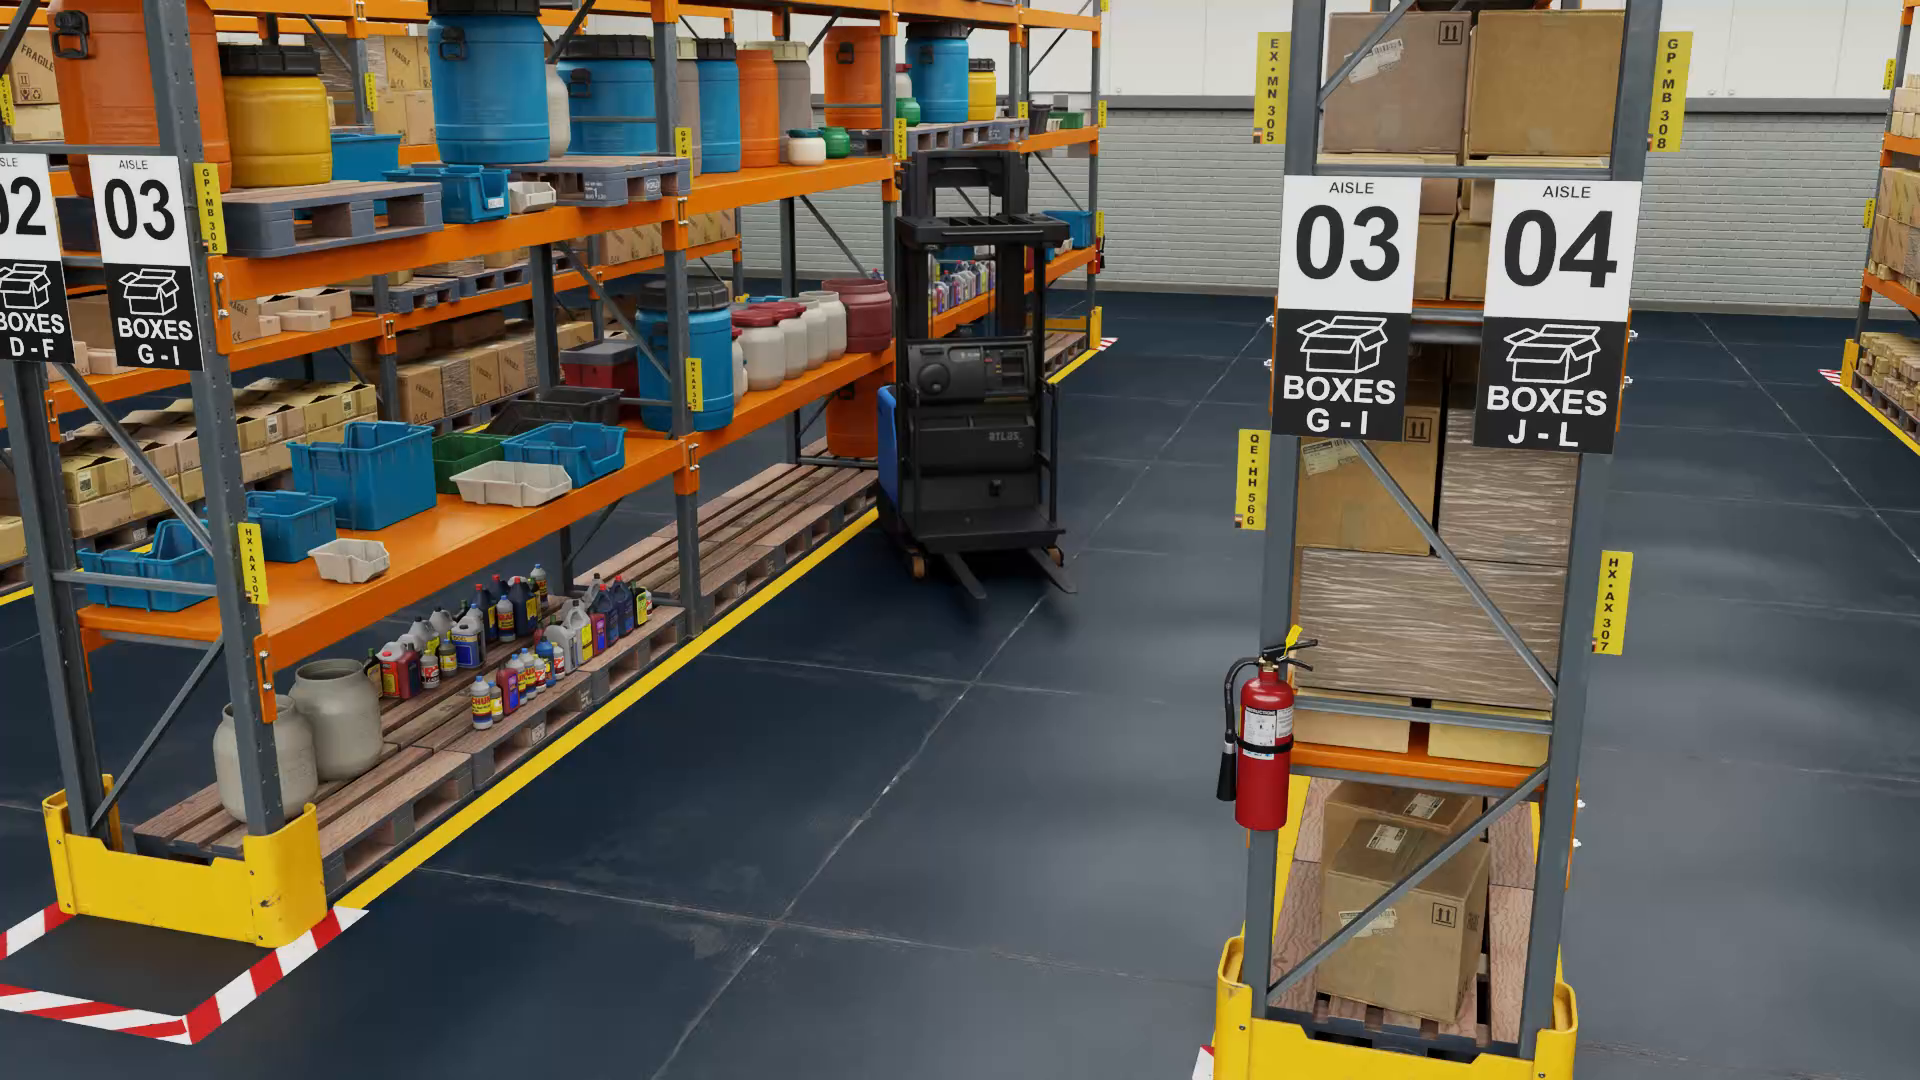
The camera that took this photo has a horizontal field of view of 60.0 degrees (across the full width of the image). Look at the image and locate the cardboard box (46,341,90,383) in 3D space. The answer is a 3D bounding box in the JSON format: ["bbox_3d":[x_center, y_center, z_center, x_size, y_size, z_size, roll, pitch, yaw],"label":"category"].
[{"bbox_3d":[-6.801,-1.309,12.224,0.500,0.250,0.500,6,17,19],"label":"cardboard box"}]

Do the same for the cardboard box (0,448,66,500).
[{"bbox_3d":[-7.059,-0.527,12.431,0.500,0.311,0.500,5,16,16],"label":"cardboard box"}]

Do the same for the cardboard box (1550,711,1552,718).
[{"bbox_3d":[1.860,0.567,5.793,0.380,0.149,0.250,5,16,16],"label":"cardboard box"}]

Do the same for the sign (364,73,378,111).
[{"bbox_3d":[-5.233,-3.981,14.777,0.100,0.325,0.005,5,16,16],"label":"sign"}]

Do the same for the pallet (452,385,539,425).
[{"bbox_3d":[-5.165,-1.465,17.607,1.003,0.211,1.213,5,16,16],"label":"pallet"}]

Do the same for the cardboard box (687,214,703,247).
[{"bbox_3d":[-3.646,-4.033,21.367,0.500,0.500,0.500,5,17,16],"label":"cardboard box"}]

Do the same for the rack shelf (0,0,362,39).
[{"bbox_3d":[-6.331,-4.120,12.916,1.077,0.370,4.000,5,16,16],"label":"rack shelf"}]

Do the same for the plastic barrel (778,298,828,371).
[{"bbox_3d":[-1.222,-1.569,12.658,0.421,0.512,0.421,0,16,0],"label":"plastic barrel"}]

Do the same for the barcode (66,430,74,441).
[{"bbox_3d":[-6.428,-0.755,12.009,0.001,0.075,0.075,5,16,16],"label":"barcode"}]

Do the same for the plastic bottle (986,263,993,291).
[{"bbox_3d":[0.298,-2.709,17.097,0.061,0.283,0.133,5,16,16],"label":"plastic bottle"}]

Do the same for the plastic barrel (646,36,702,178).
[{"bbox_3d":[-2.029,-2.870,11.034,0.600,0.901,0.600,0,16,0],"label":"plastic barrel"}]

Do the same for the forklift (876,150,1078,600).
[{"bbox_3d":[0.128,-1.242,11.836,1.130,2.935,3.031,-3,16,-11],"label":"forklift"}]

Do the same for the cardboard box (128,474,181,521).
[{"bbox_3d":[-6.401,-0.349,12.831,0.500,0.250,0.500,5,17,17],"label":"cardboard box"}]

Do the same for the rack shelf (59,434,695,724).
[{"bbox_3d":[-2.720,0.005,8.633,1.077,0.370,4.000,5,16,16],"label":"rack shelf"}]

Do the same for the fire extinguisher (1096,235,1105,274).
[{"bbox_3d":[1.738,-3.791,21.525,0.296,0.674,0.183,5,16,16],"label":"fire extinguisher"}]

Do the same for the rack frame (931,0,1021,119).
[{"bbox_3d":[0.122,-5.843,16.940,1.000,3.000,0.127,5,16,16],"label":"rack frame"}]

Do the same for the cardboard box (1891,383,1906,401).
[{"bbox_3d":[9.852,-1.521,17.150,0.380,0.149,0.250,5,16,16],"label":"cardboard box"}]

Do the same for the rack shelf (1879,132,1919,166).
[{"bbox_3d":[10.166,-3.782,16.489,1.077,0.370,4.000,5,16,16],"label":"rack shelf"}]

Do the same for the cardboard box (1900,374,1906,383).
[{"bbox_3d":[10.024,-1.717,17.297,0.380,0.149,0.250,6,17,19],"label":"cardboard box"}]

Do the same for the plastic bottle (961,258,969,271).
[{"bbox_3d":[0.037,-2.679,16.868,0.144,0.351,0.185,5,16,16],"label":"plastic bottle"}]

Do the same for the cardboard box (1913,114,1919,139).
[{"bbox_3d":[10.074,-4.209,16.949,0.500,0.250,0.500,4,16,14],"label":"cardboard box"}]

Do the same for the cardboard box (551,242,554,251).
[{"bbox_3d":[-4.975,-3.486,18.670,0.700,0.500,0.500,-1,16,-3],"label":"cardboard box"}]

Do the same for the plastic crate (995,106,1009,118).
[{"bbox_3d":[0.333,-4.834,19.095,0.437,0.282,0.530,5,16,16],"label":"plastic crate"}]

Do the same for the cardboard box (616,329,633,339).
[{"bbox_3d":[-4.063,-2.511,20.572,0.380,0.166,0.250,5,16,16],"label":"cardboard box"}]

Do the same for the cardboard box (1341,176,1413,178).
[{"bbox_3d":[1.241,-1.093,5.234,0.380,0.149,0.250,5,16,16],"label":"cardboard box"}]

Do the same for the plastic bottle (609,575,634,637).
[{"bbox_3d":[-2.058,0.389,10.008,0.144,0.351,0.185,4,16,14],"label":"plastic bottle"}]

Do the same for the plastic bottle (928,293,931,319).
[{"bbox_3d":[-0.303,-2.156,15.147,0.061,0.283,0.133,5,16,16],"label":"plastic bottle"}]

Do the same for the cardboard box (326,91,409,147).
[{"bbox_3d":[-5.671,-3.904,15.416,0.910,0.500,0.500,5,16,16],"label":"cardboard box"}]

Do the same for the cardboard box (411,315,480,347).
[{"bbox_3d":[-5.423,-2.212,17.530,0.500,0.250,0.500,4,16,15],"label":"cardboard box"}]

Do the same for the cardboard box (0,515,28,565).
[{"bbox_3d":[-6.822,0.010,11.568,0.500,0.250,0.500,5,16,16],"label":"cardboard box"}]

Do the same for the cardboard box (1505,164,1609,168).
[{"bbox_3d":[1.927,-1.111,5.296,0.380,0.149,0.250,5,17,17],"label":"cardboard box"}]

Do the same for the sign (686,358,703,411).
[{"bbox_3d":[-1.627,-0.952,10.181,0.100,0.325,0.005,5,16,16],"label":"sign"}]

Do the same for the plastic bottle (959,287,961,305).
[{"bbox_3d":[-0.038,-2.378,16.079,0.097,0.201,0.097,0,16,0],"label":"plastic bottle"}]

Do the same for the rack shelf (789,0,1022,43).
[{"bbox_3d":[-0.446,-4.782,15.248,1.077,0.370,4.000,5,16,16],"label":"rack shelf"}]

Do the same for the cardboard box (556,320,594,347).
[{"bbox_3d":[-4.491,-2.200,18.864,0.500,0.500,0.500,5,16,16],"label":"cardboard box"}]

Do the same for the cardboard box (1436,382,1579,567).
[{"bbox_3d":[1.878,-0.229,5.578,0.500,0.500,0.500,5,16,16],"label":"cardboard box"}]

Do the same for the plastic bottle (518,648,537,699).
[{"bbox_3d":[-2.348,0.717,8.998,0.097,0.271,0.097,0,16,0],"label":"plastic bottle"}]

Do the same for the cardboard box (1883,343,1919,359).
[{"bbox_3d":[10.111,-2.006,17.769,0.380,0.149,0.250,4,16,13],"label":"cardboard box"}]

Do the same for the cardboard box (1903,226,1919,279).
[{"bbox_3d":[9.924,-2.901,16.831,0.500,0.500,0.500,4,16,14],"label":"cardboard box"}]

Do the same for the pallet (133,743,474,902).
[{"bbox_3d":[-3.075,1.288,7.901,1.003,0.211,1.213,5,16,16],"label":"pallet"}]

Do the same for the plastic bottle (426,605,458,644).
[{"bbox_3d":[-2.953,0.538,9.484,0.144,0.351,0.185,4,16,15],"label":"plastic bottle"}]

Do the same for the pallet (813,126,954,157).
[{"bbox_3d":[-0.703,-3.456,14.364,1.003,0.211,1.213,5,16,16],"label":"pallet"}]

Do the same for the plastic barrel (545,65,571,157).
[{"bbox_3d":[-2.462,-2.466,9.554,0.421,0.512,0.421,0,16,0],"label":"plastic barrel"}]

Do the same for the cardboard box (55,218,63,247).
[{"bbox_3d":[-9.830,-3.253,18.037,0.500,0.500,0.500,5,16,16],"label":"cardboard box"}]

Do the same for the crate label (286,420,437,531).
[{"bbox_3d":[-3.024,-0.337,8.457,0.502,0.435,0.616,5,16,16],"label":"crate label"}]

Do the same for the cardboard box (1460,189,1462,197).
[{"bbox_3d":[2.131,-1.175,6.254,0.500,0.250,0.500,5,16,16],"label":"cardboard box"}]

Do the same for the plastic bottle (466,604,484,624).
[{"bbox_3d":[-2.838,0.506,9.741,0.097,0.271,0.097,0,16,0],"label":"plastic bottle"}]

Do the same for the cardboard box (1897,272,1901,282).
[{"bbox_3d":[10.225,-2.814,17.714,0.380,0.149,0.250,5,17,18],"label":"cardboard box"}]

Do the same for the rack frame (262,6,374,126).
[{"bbox_3d":[-5.763,-5.182,14.608,1.000,3.000,0.127,5,16,16],"label":"rack frame"}]

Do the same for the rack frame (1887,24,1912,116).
[{"bbox_3d":[10.734,-6.095,17.826,1.000,3.000,0.127,5,16,16],"label":"rack frame"}]

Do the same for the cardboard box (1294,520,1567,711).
[{"bbox_3d":[1.643,0.233,5.782,0.875,0.500,0.500,5,16,16],"label":"cardboard box"}]

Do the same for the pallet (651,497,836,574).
[{"bbox_3d":[-1.620,-0.051,12.624,1.003,0.211,1.213,5,16,16],"label":"pallet"}]

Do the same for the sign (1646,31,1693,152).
[{"bbox_3d":[1.981,-1.255,4.659,0.100,0.325,0.005,5,16,16],"label":"sign"}]

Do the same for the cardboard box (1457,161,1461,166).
[{"bbox_3d":[2.224,-1.753,8.292,0.500,0.250,0.500,4,16,14],"label":"cardboard box"}]

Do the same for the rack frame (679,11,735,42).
[{"bbox_3d":[-3.489,-7.275,21.987,1.000,3.000,0.127,5,16,16],"label":"rack frame"}]
